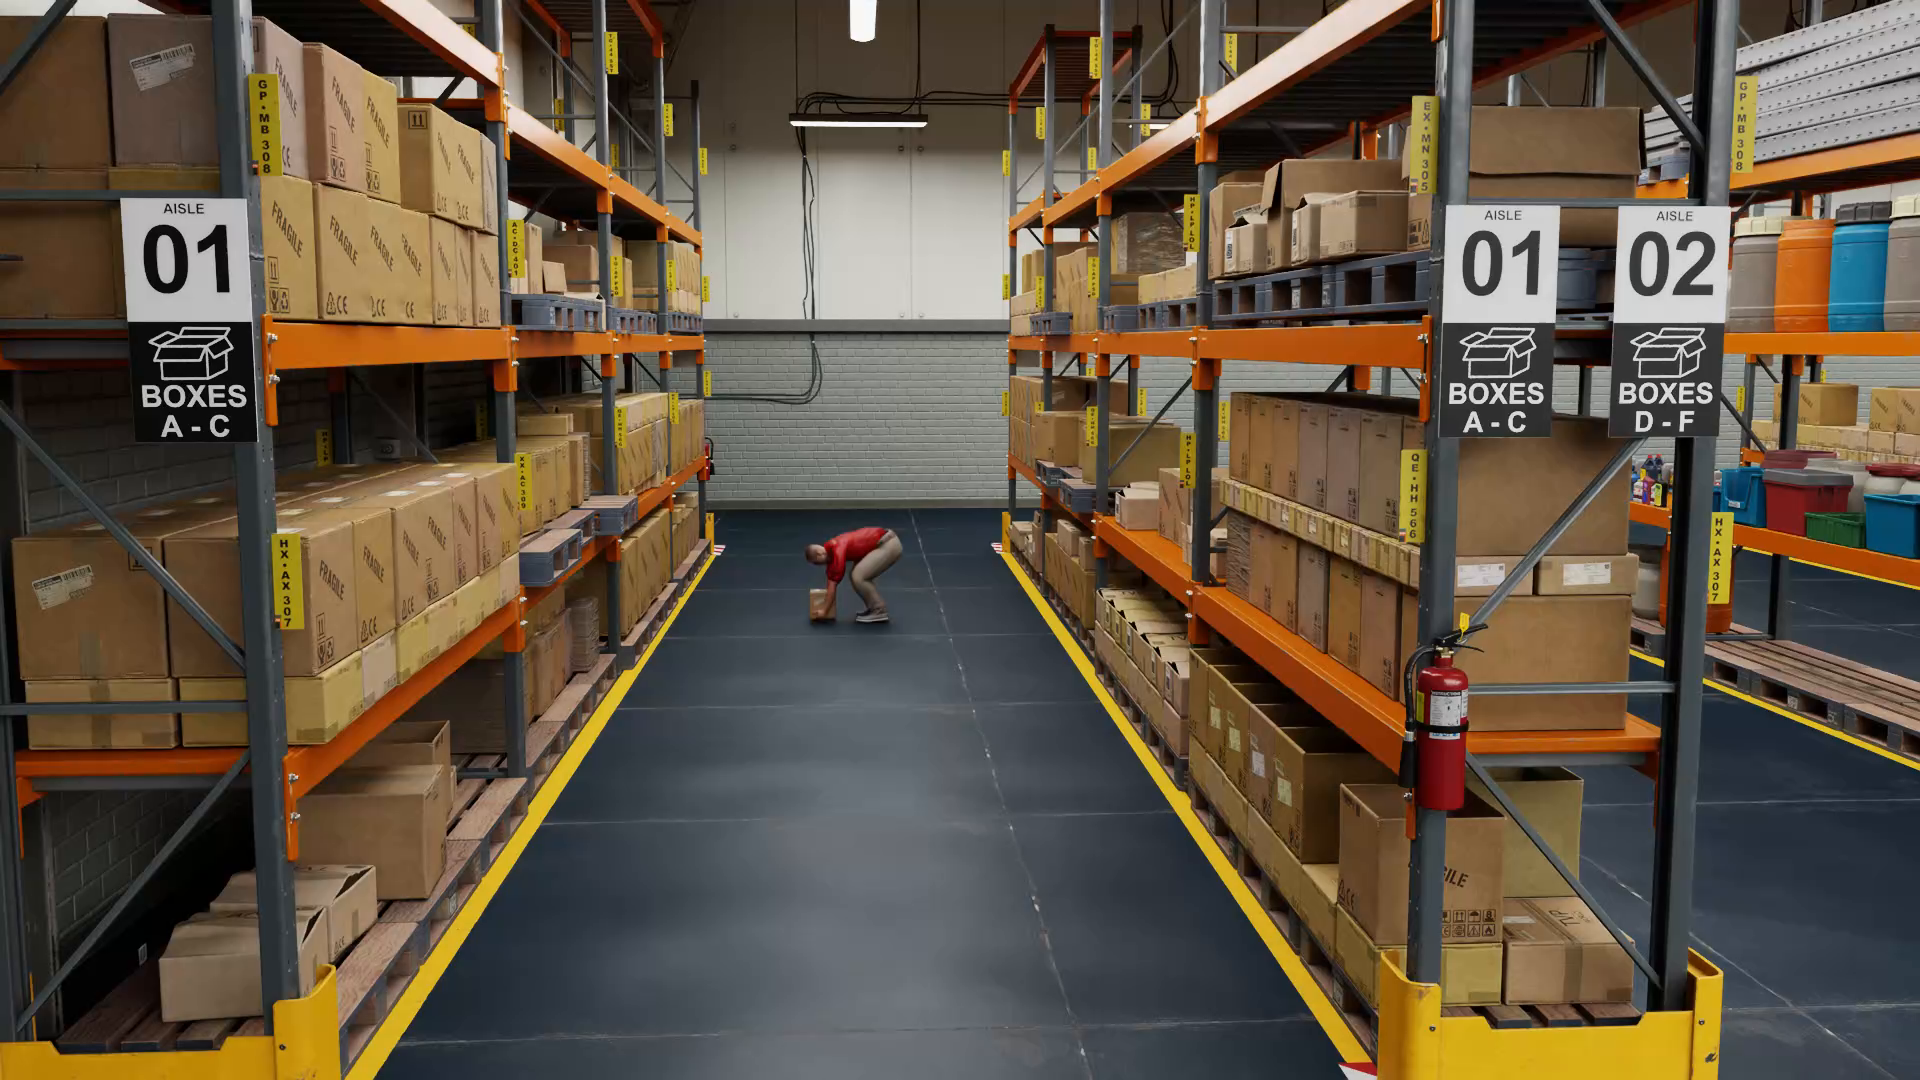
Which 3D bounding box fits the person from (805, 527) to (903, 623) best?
[{"bbox_3d":[-1.075,0.339,16.398,0.896,0.917,0.514,-1,7,-6],"label":"person"}]
